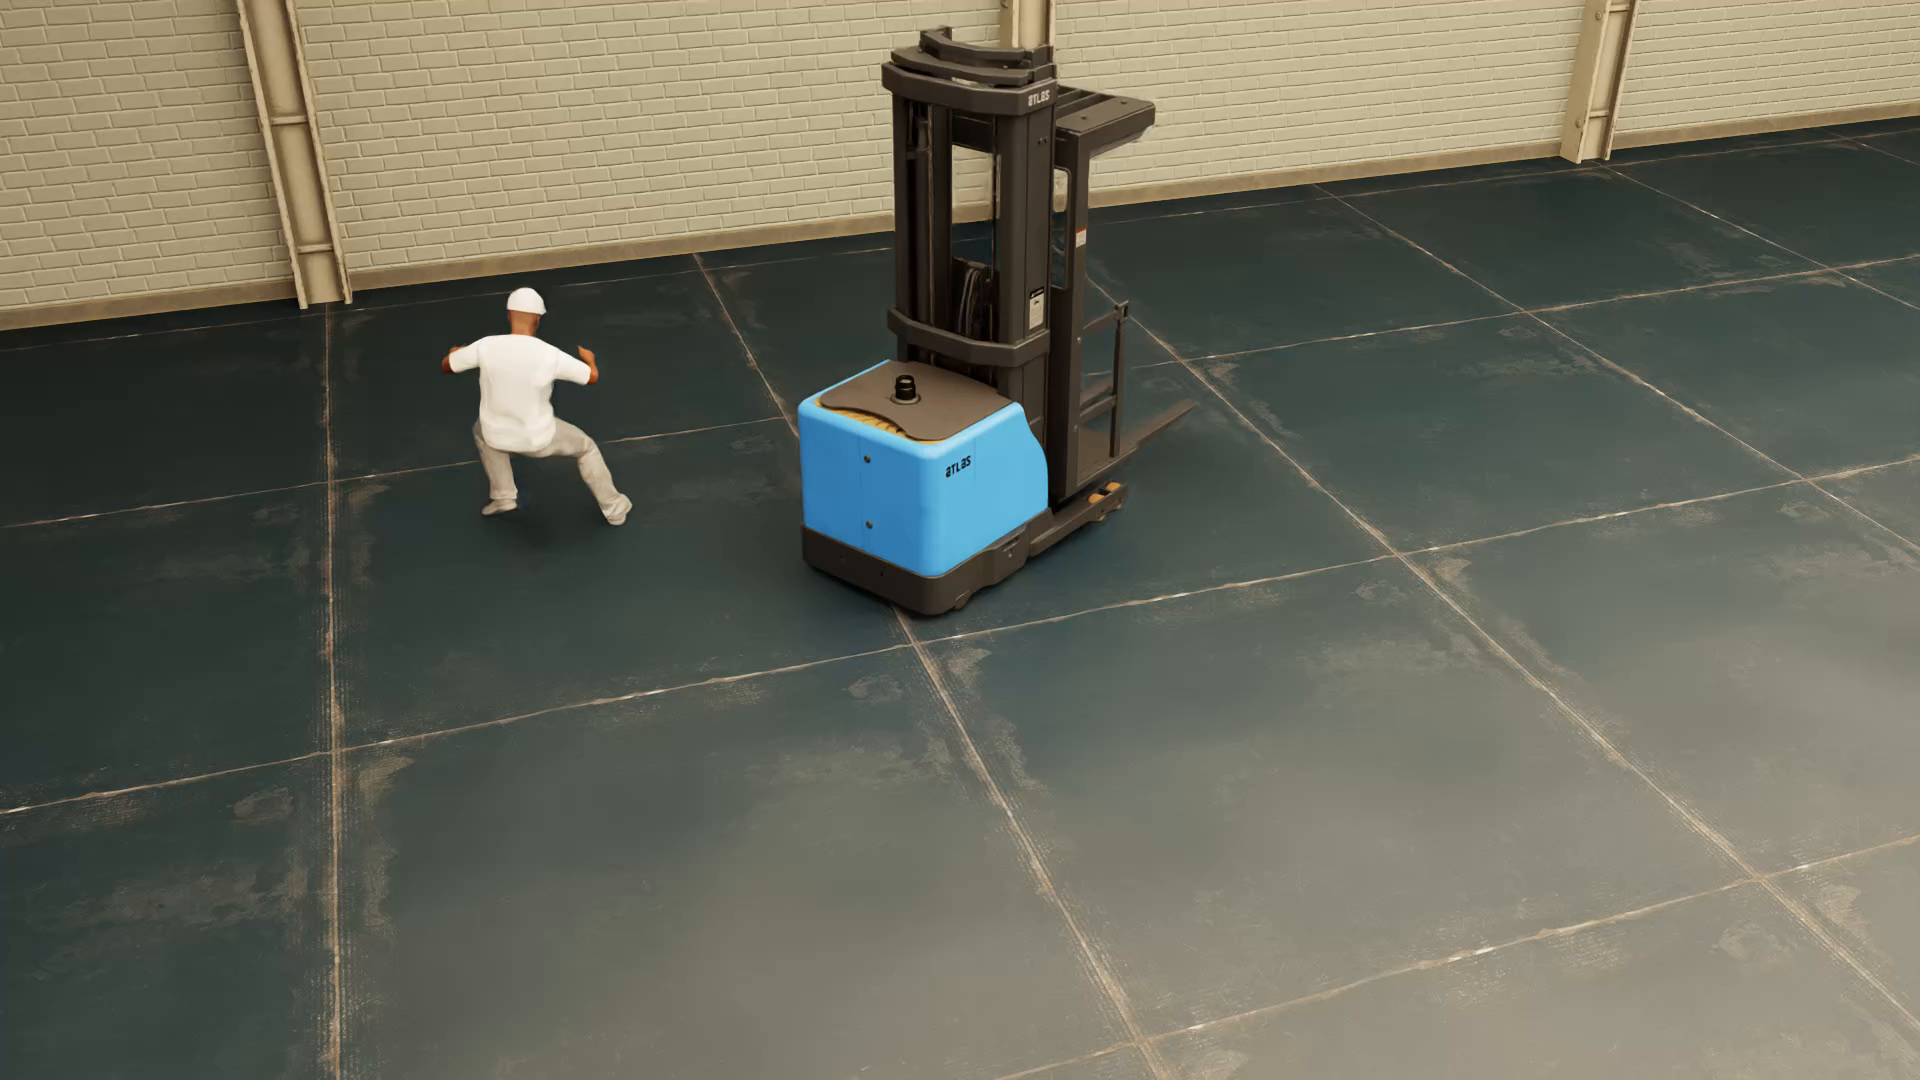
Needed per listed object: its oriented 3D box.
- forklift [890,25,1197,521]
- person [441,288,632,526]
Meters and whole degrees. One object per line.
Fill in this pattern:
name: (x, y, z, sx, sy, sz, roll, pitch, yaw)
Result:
forklift: (0.399, -1.525, 9.737, 1.121, 2.935, 3.031, 22, 36, 33)
person: (-2.561, -0.800, 9.869, 1.019, 1.550, 0.780, 2, 30, 3)
